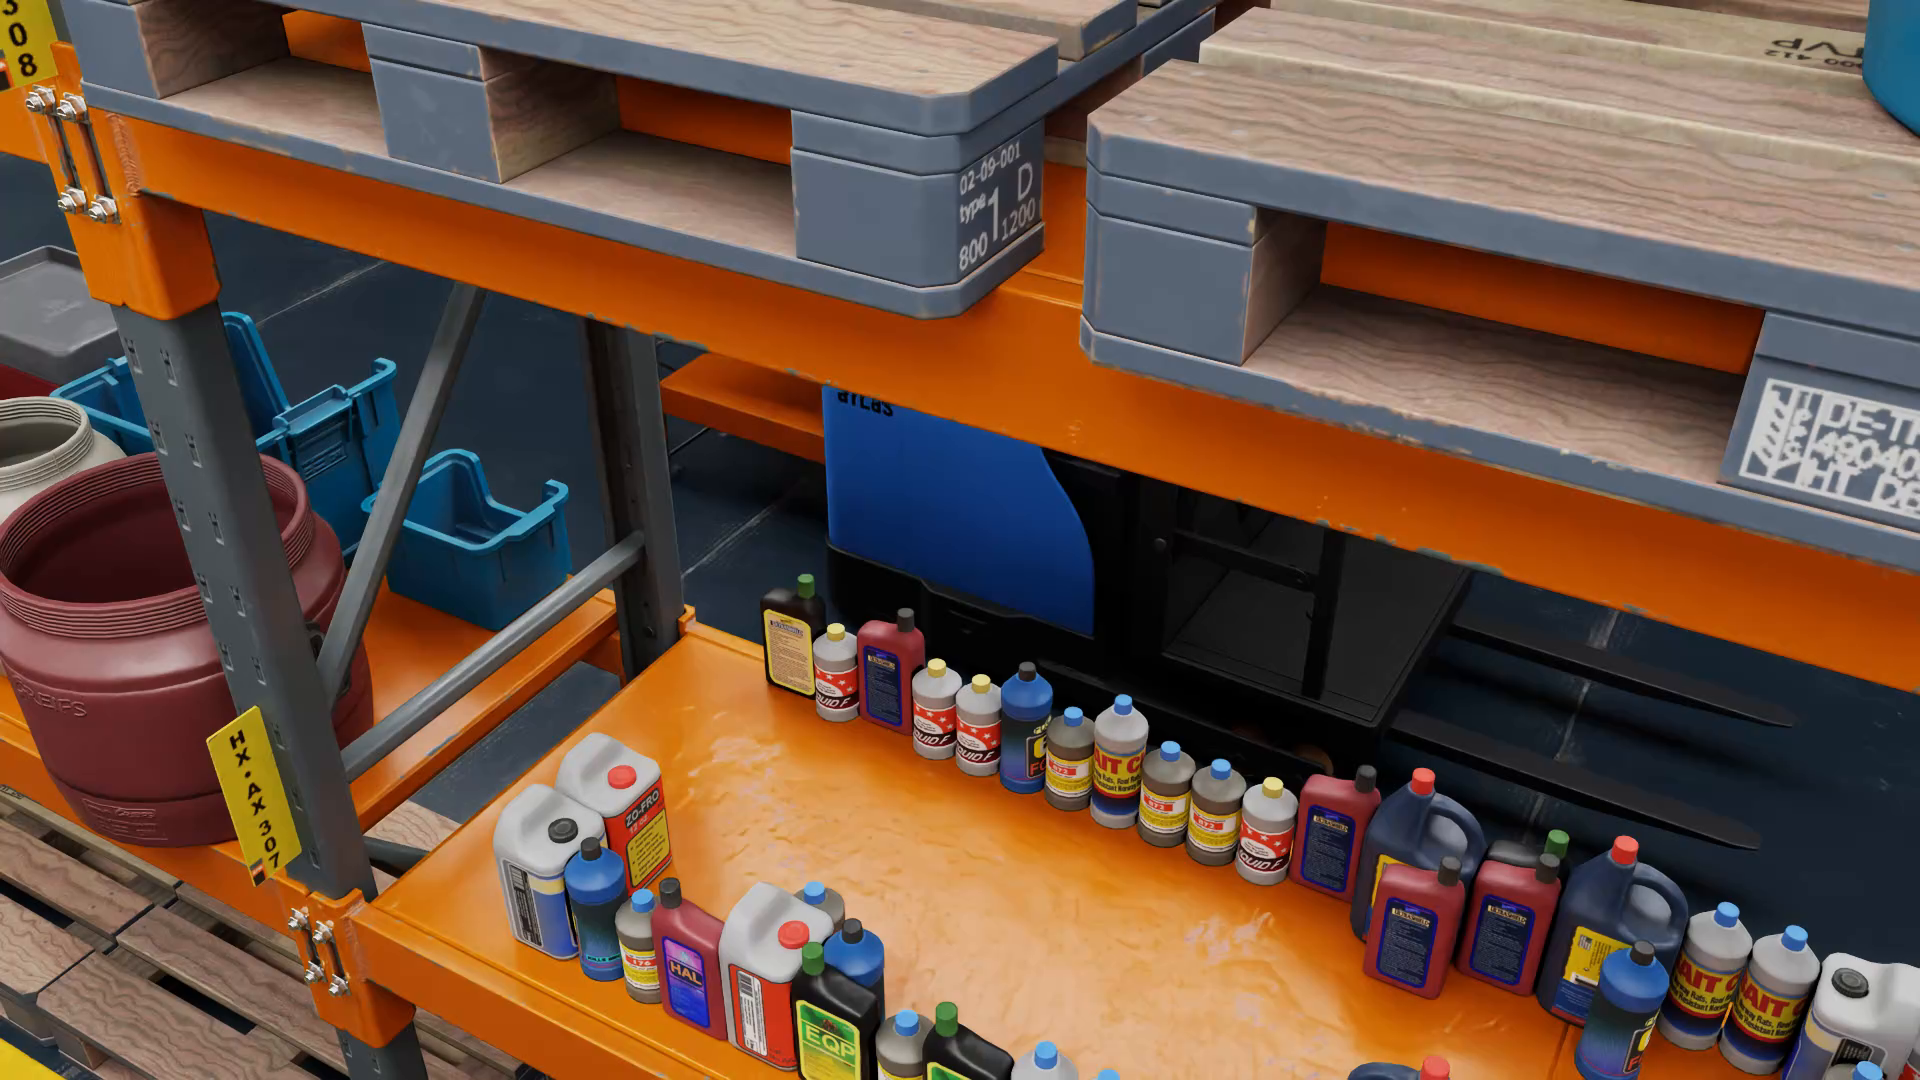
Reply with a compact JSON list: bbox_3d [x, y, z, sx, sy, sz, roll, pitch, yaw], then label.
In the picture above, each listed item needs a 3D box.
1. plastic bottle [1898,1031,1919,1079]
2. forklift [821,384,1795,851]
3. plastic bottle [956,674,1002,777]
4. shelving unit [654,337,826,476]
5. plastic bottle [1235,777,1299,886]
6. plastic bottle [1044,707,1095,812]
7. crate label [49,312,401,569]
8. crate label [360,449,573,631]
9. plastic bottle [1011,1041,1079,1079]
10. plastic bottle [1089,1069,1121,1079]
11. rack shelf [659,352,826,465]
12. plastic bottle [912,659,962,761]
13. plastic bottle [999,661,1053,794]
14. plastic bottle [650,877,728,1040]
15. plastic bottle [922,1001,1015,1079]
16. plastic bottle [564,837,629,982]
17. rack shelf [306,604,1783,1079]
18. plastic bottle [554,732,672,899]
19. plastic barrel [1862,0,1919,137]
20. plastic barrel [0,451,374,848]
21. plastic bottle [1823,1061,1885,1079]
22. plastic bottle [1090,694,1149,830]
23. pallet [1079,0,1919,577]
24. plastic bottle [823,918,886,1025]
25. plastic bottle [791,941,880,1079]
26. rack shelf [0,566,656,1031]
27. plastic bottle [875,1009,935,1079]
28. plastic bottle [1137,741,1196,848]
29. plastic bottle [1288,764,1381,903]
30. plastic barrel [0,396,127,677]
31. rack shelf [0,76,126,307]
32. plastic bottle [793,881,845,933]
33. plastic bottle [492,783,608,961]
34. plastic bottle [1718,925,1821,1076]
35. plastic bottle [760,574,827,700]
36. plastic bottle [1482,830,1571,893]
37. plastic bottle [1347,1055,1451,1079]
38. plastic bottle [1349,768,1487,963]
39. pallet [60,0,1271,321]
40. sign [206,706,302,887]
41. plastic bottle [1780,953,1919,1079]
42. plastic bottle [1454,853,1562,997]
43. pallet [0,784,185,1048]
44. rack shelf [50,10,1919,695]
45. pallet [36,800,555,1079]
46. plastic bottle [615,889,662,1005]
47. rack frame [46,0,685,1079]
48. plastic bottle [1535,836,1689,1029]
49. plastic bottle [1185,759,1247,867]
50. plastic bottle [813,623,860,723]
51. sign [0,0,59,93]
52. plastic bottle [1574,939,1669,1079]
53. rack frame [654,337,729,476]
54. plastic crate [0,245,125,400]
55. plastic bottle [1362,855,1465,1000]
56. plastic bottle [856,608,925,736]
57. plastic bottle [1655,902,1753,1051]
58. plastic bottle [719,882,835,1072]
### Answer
[{"bbox_3d":[1.470,0.801,2.520,0.097,0.201,0.097,0,34,0],"label":"plastic bottle"},{"bbox_3d":[1.065,-0.772,4.765,3.031,2.935,1.130,18,38,25],"label":"forklift"},{"bbox_3d":[0.040,0.348,3.200,0.097,0.201,0.097,0,34,0],"label":"plastic bottle"},{"bbox_3d":[-0.627,-0.684,6.262,1.048,1.125,0.538,18,38,25],"label":"shelving unit"},{"bbox_3d":[0.547,0.509,2.959,0.097,0.201,0.097,0,34,0],"label":"plastic bottle"},{"bbox_3d":[0.209,0.402,3.120,0.097,0.201,0.097,0,34,0],"label":"plastic bottle"},{"bbox_3d":[-1.627,-0.189,3.796,0.616,0.435,0.502,18,37,24],"label":"crate label"},{"bbox_3d":[-1.079,0.002,3.691,0.416,0.233,0.303,18,37,24],"label":"crate label"},{"bbox_3d":[0.121,0.829,2.414,0.097,0.271,0.097,0,34,0],"label":"plastic bottle"},{"bbox_3d":[0.206,0.856,2.374,0.097,0.271,0.097,0,34,0],"label":"plastic bottle"},{"bbox_3d":[-0.627,-0.480,6.397,1.000,0.278,0.538,18,38,25],"label":"rack shelf"},{"bbox_3d":[-0.045,0.322,3.240,0.097,0.201,0.097,0,34,0],"label":"plastic bottle"},{"bbox_3d":[0.124,0.346,3.140,0.097,0.271,0.097,0,34,0],"label":"plastic bottle"},{"bbox_3d":[-0.421,0.664,2.651,0.133,0.283,0.061,18,37,24],"label":"plastic bottle"},{"bbox_3d":[0.012,0.802,2.445,0.133,0.283,0.061,18,37,24],"label":"plastic bottle"},{"bbox_3d":[-0.597,0.602,2.756,0.097,0.271,0.097,0,34,0],"label":"plastic bottle"},{"bbox_3d":[0.838,1.078,2.573,4.000,0.370,1.077,18,37,24],"label":"rack shelf"},{"bbox_3d":[-0.608,0.482,2.932,0.135,0.276,0.152,18,37,24],"label":"plastic bottle"},{"bbox_3d":[1.016,-0.699,1.056,0.708,0.901,0.600,18,37,24],"label":"plastic barrel"},{"bbox_3d":[-1.452,0.190,3.135,0.708,0.536,0.600,18,37,24],"label":"plastic barrel"},{"bbox_3d":[1.310,0.848,2.450,0.097,0.201,0.097,0,34,0],"label":"plastic bottle"},{"bbox_3d":[0.294,0.399,3.060,0.097,0.271,0.097,0,34,0],"label":"plastic bottle"},{"bbox_3d":[0.859,-0.320,1.488,1.213,0.211,1.003,18,37,24],"label":"pallet"},{"bbox_3d":[-0.165,0.700,2.609,0.097,0.271,0.097,0,34,0],"label":"plastic bottle"},{"bbox_3d":[-0.188,0.738,2.541,0.133,0.283,0.061,18,37,24],"label":"plastic bottle"},{"bbox_3d":[-2.635,-0.022,4.225,4.000,0.370,1.077,18,37,24],"label":"rack shelf"},{"bbox_3d":[-0.079,0.795,2.529,0.097,0.201,0.097,0,34,0],"label":"plastic bottle"},{"bbox_3d":[0.378,0.455,3.039,0.097,0.201,0.097,0,34,0],"label":"plastic bottle"},{"bbox_3d":[0.656,0.498,2.902,0.133,0.283,0.061,18,37,24],"label":"plastic bottle"},{"bbox_3d":[-1.898,0.002,3.439,0.421,0.512,0.421,0,34,0],"label":"plastic barrel"},{"bbox_3d":[-2.635,-1.270,3.394,4.000,0.370,1.077,18,37,24],"label":"rack shelf"},{"bbox_3d":[-0.236,0.648,2.749,0.097,0.201,0.097,0,34,0],"label":"plastic bottle"},{"bbox_3d":[-0.684,0.555,2.822,0.135,0.276,0.152,18,37,24],"label":"plastic bottle"},{"bbox_3d":[1.269,0.708,2.596,0.097,0.271,0.097,0,34,0],"label":"plastic bottle"},{"bbox_3d":[-0.336,0.183,3.374,0.133,0.283,0.061,18,37,24],"label":"plastic bottle"},{"bbox_3d":[0.933,0.585,2.770,0.133,0.283,0.061,18,37,24],"label":"plastic bottle"},{"bbox_3d":[0.616,0.841,2.325,0.185,0.351,0.144,18,37,24],"label":"plastic bottle"},{"bbox_3d":[0.774,0.533,2.787,0.185,0.351,0.144,18,37,24],"label":"plastic bottle"},{"bbox_3d":[-0.283,-0.684,2.034,1.213,0.211,1.003,18,37,24],"label":"pallet"},{"bbox_3d":[-1.166,0.428,2.754,0.005,0.325,0.100,18,37,24],"label":"sign"},{"bbox_3d":[1.356,0.752,2.527,0.135,0.276,0.152,18,37,24],"label":"plastic bottle"},{"bbox_3d":[0.902,0.615,2.726,0.133,0.283,0.061,18,37,24],"label":"plastic bottle"},{"bbox_3d":[-2.607,0.822,4.826,1.213,0.211,1.003,18,37,24],"label":"pallet"},{"bbox_3d":[0.838,-0.170,1.742,4.000,0.370,1.077,18,37,24],"label":"rack shelf"},{"bbox_3d":[-1.552,1.158,4.321,1.213,0.211,1.003,18,37,24],"label":"pallet"},{"bbox_3d":[-0.512,0.658,2.735,0.097,0.201,0.097,0,34,0],"label":"plastic bottle"},{"bbox_3d":[-0.899,0.229,3.200,0.127,3.000,1.000,18,37,24],"label":"rack frame"},{"bbox_3d":[1.050,0.621,2.656,0.185,0.351,0.144,18,37,24],"label":"plastic bottle"},{"bbox_3d":[0.463,0.482,2.999,0.097,0.201,0.097,0,34,0],"label":"plastic bottle"},{"bbox_3d":[-0.245,0.258,3.335,0.097,0.201,0.097,0,34,0],"label":"plastic bottle"},{"bbox_3d":[-1.166,-0.709,1.997,0.005,0.325,0.100,18,37,24],"label":"sign"},{"bbox_3d":[1.028,0.724,2.572,0.097,0.271,0.097,0,34,0],"label":"plastic bottle"},{"bbox_3d":[-1.063,-0.828,6.479,0.032,1.125,0.500,18,38,25],"label":"rack frame"},{"bbox_3d":[-2.150,-0.389,4.071,0.583,0.464,0.402,18,37,24],"label":"plastic crate"},{"bbox_3d":[0.745,0.618,2.721,0.133,0.283,0.061,18,37,24],"label":"plastic bottle"},{"bbox_3d":[-0.136,0.247,3.278,0.133,0.283,0.061,18,37,24],"label":"plastic bottle"},{"bbox_3d":[1.184,0.682,2.636,0.097,0.271,0.097,0,34,0],"label":"plastic bottle"},{"bbox_3d":[-0.282,0.682,2.631,0.135,0.276,0.152,18,37,24],"label":"plastic bottle"}]
